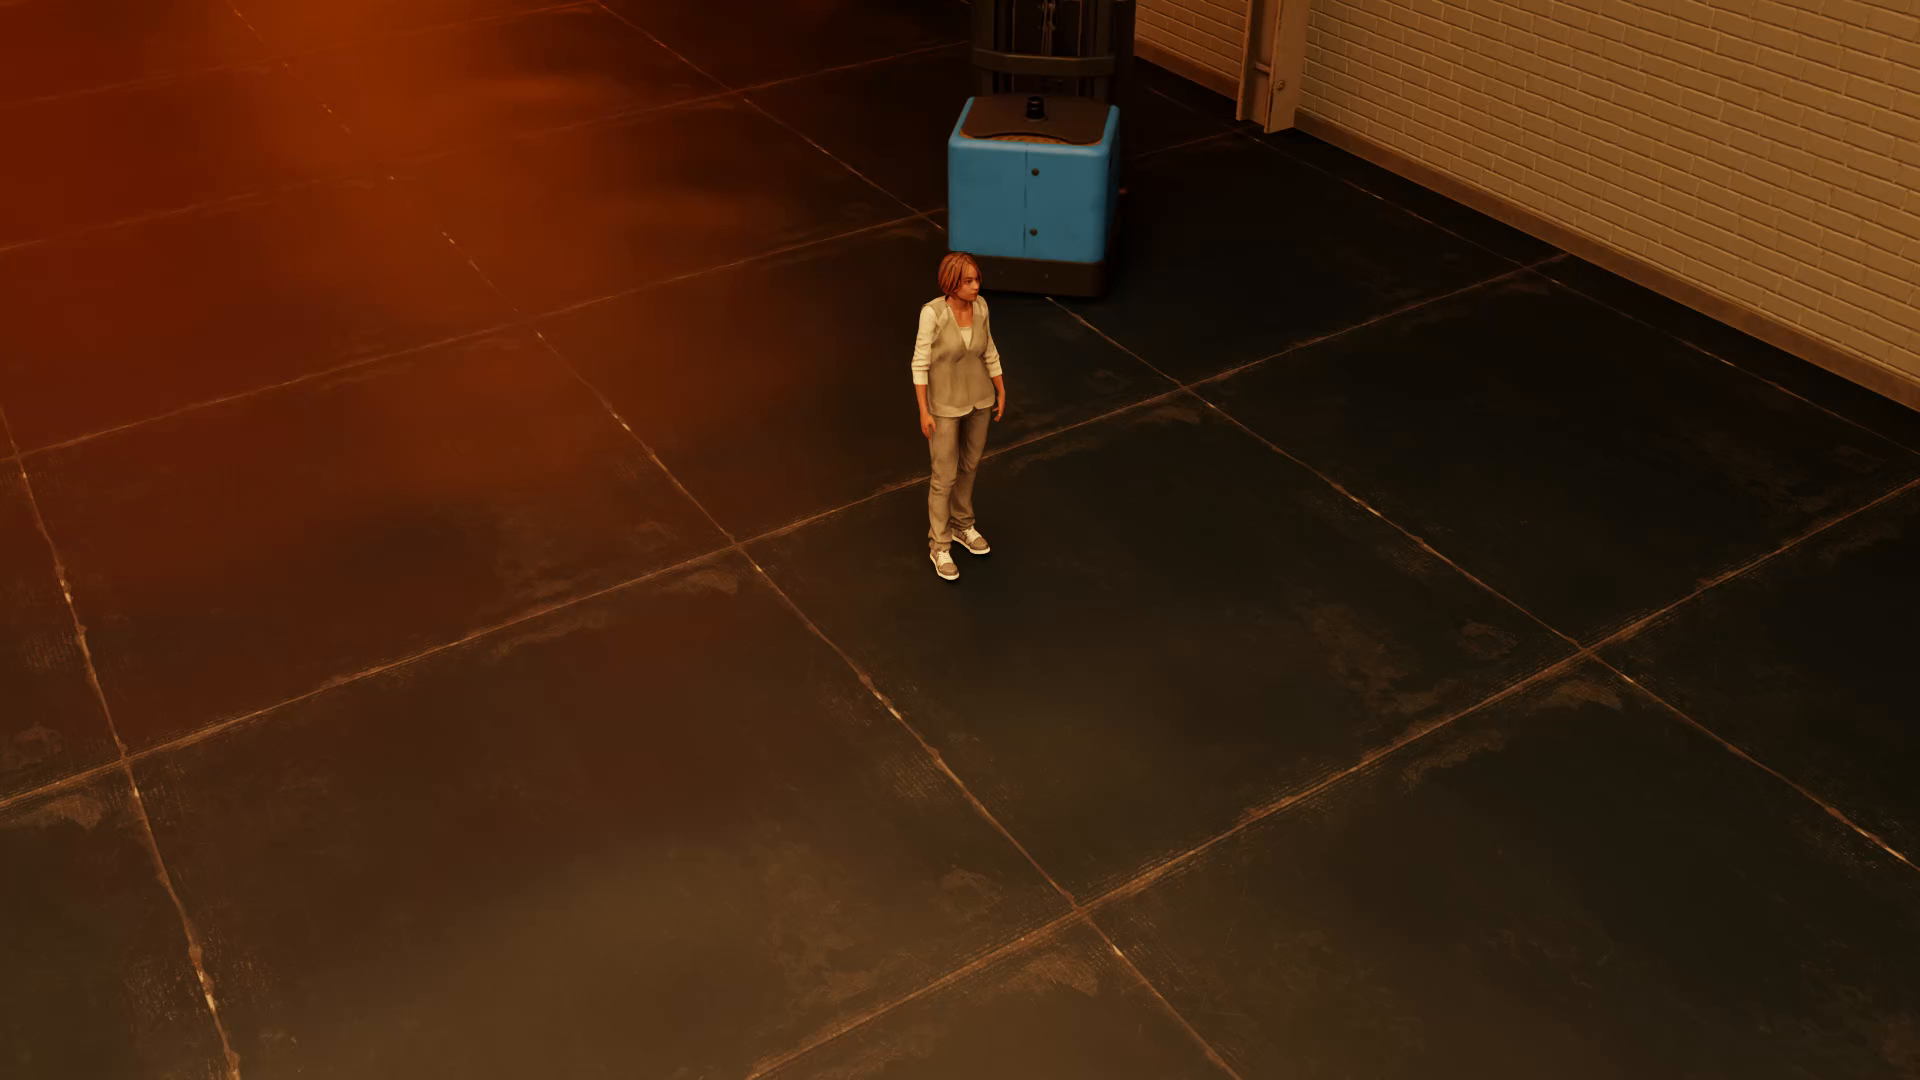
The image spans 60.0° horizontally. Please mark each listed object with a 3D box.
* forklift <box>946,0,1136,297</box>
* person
[{"bbox_3d":[0.665,-3.618,11.297,1.130,2.935,3.031,6,35,8],"label":"forklift"},{"bbox_3d":[0.029,-0.619,8.176,0.520,1.599,0.473,-21,40,-27],"label":"person"}]
